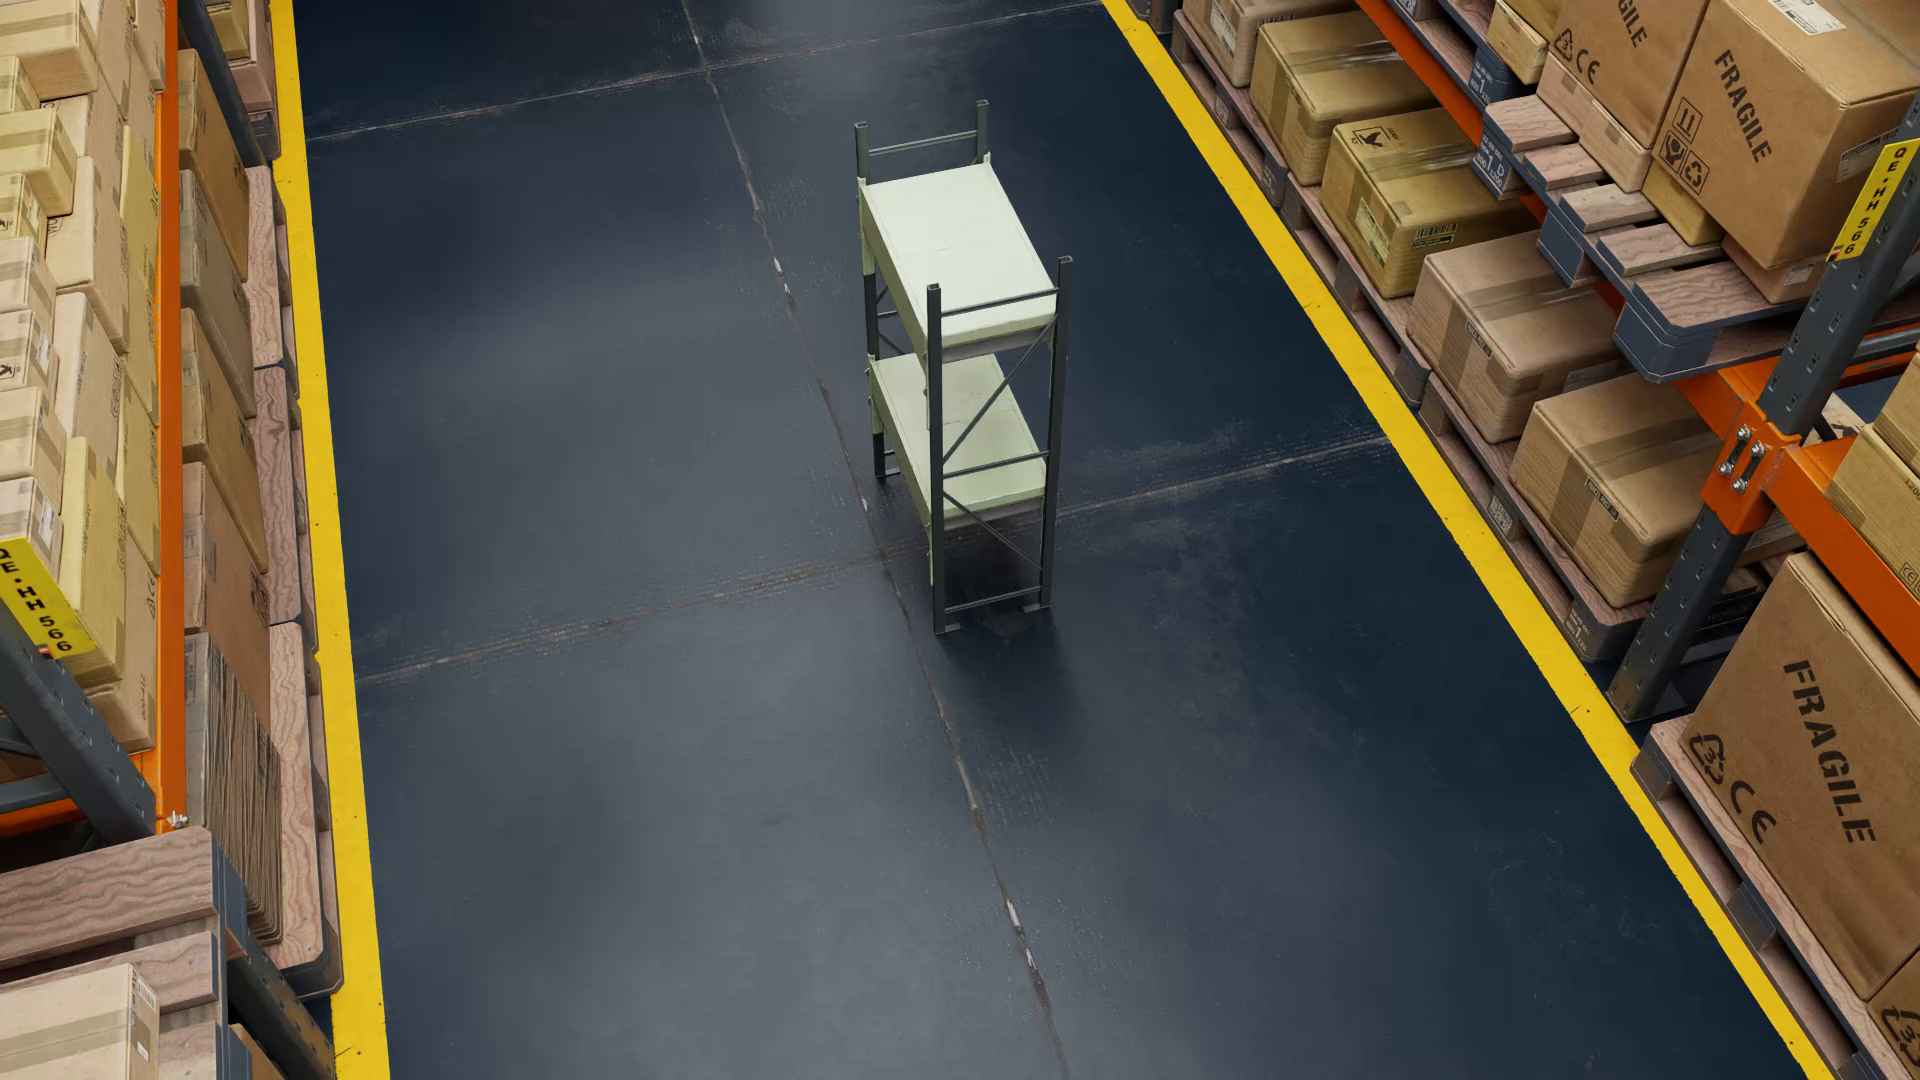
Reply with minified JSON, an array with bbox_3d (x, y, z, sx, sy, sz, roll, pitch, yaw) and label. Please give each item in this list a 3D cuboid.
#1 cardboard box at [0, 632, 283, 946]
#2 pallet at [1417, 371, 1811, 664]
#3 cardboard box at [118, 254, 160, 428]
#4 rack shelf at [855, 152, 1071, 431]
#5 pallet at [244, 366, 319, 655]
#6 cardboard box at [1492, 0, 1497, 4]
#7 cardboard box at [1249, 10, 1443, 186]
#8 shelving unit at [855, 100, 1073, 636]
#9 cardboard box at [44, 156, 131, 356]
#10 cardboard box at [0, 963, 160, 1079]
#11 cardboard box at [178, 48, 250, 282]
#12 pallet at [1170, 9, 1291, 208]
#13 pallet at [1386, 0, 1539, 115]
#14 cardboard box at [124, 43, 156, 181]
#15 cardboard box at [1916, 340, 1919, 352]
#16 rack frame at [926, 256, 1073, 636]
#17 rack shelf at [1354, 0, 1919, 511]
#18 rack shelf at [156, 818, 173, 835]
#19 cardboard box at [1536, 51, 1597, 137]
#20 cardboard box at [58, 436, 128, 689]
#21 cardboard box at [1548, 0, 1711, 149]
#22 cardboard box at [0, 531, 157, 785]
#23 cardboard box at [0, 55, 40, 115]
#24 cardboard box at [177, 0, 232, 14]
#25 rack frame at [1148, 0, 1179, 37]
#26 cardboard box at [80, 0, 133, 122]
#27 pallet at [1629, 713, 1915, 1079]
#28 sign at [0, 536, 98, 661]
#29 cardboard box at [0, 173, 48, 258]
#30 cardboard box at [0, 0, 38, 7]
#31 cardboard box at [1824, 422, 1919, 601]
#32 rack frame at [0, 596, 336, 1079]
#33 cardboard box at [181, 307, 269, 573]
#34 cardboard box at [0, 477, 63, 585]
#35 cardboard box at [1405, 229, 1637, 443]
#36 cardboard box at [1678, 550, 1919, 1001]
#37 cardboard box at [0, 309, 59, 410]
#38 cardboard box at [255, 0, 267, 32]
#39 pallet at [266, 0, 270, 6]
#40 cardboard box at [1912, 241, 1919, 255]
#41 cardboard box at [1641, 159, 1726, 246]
[{"bbox_3d":[-2.352,0.759,4.427,0.875,0.625,0.625,-12,51,-10],"label":"cardboard box"},{"bbox_3d":[2.330,-0.210,5.789,1.003,0.211,1.213,-13,51,-11],"label":"pallet"},{"bbox_3d":[-2.382,-0.487,4.297,0.500,0.250,0.500,-15,51,-12],"label":"cardboard box"},{"bbox_3d":[-0.002,-0.740,4.882,0.431,0.370,0.720,-13,51,-11],"label":"rack shelf"},{"bbox_3d":[-2.744,-0.014,5.623,1.003,0.211,1.213,-13,51,-11],"label":"pallet"},{"bbox_3d":[1.857,-1.727,5.134,0.380,0.149,0.250,-13,51,-11],"label":"cardboard box"},{"bbox_3d":[1.750,-1.841,6.784,0.950,0.372,0.625,-10,51,-9],"label":"cardboard box"},{"bbox_3d":[-0.002,-0.488,5.181,0.431,1.500,0.755,-13,51,-11],"label":"shelving unit"},{"bbox_3d":[-2.363,-0.657,4.113,0.500,0.250,0.500,-14,51,-12],"label":"cardboard box"},{"bbox_3d":[-1.620,0.926,2.897,0.380,0.149,0.250,-12,51,-10],"label":"cardboard box"},{"bbox_3d":[-3.199,-1.326,6.184,0.875,0.625,0.625,-11,51,-9],"label":"cardboard box"},{"bbox_3d":[1.608,-1.992,7.291,1.003,0.211,1.213,-13,51,-11],"label":"pallet"},{"bbox_3d":[1.935,-1.913,5.526,1.003,0.211,1.213,-13,51,-11],"label":"pallet"},{"bbox_3d":[-2.693,-1.242,4.933,0.500,0.250,0.500,-13,51,-11],"label":"cardboard box"},{"bbox_3d":[2.472,-0.477,3.471,0.500,0.500,0.500,-15,51,-12],"label":"cardboard box"},{"bbox_3d":[0.106,-0.221,4.955,0.400,1.500,0.023,-13,51,-11],"label":"rack frame"},{"bbox_3d":[1.968,-1.767,5.748,1.077,0.370,4.000,-13,51,-11],"label":"rack shelf"},{"bbox_3d":[-1.589,2.280,2.337,1.077,0.370,4.000,-13,51,-11],"label":"rack shelf"},{"bbox_3d":[1.905,-1.317,4.788,0.380,0.149,0.250,-16,52,-13],"label":"cardboard box"},{"bbox_3d":[-2.055,0.089,3.484,0.500,0.250,0.500,-13,51,-11],"label":"cardboard box"},{"bbox_3d":[1.996,-1.446,4.472,0.500,0.500,0.500,-14,51,-12],"label":"cardboard box"},{"bbox_3d":[-2.079,0.256,3.670,0.500,0.250,0.500,-13,51,-11],"label":"cardboard box"},{"bbox_3d":[-2.555,-1.062,4.194,0.380,0.149,0.250,-13,51,-11],"label":"cardboard box"},{"bbox_3d":[-3.207,-2.330,6.622,0.500,0.250,0.500,-14,51,-12],"label":"cardboard box"},{"bbox_3d":[1.377,-3.459,6.704,1.000,3.000,0.127,-13,51,-11],"label":"rack frame"},{"bbox_3d":[-2.670,-1.398,4.737,0.500,0.250,0.500,-12,51,-10],"label":"cardboard box"},{"bbox_3d":[2.721,0.954,4.808,1.003,0.211,1.213,-13,51,-11],"label":"pallet"},{"bbox_3d":[-1.665,0.110,2.990,0.100,0.325,0.005,-13,51,-11],"label":"sign"},{"bbox_3d":[-2.367,-0.695,3.884,0.380,0.149,0.250,-13,51,-11],"label":"cardboard box"},{"bbox_3d":[-2.645,-1.450,4.521,0.380,0.149,0.250,-13,51,-11],"label":"cardboard box"},{"bbox_3d":[2.464,-0.075,3.950,0.500,0.250,0.500,-14,51,-12],"label":"cardboard box"},{"bbox_3d":[-2.181,0.587,3.293,1.000,3.000,0.127,-13,51,-11],"label":"rack frame"},{"bbox_3d":[-2.752,-0.209,5.242,0.875,0.625,0.625,-15,52,-12],"label":"cardboard box"},{"bbox_3d":[-1.994,0.046,3.259,0.380,0.149,0.250,-12,51,-10],"label":"cardboard box"},{"bbox_3d":[2.176,-0.778,5.888,0.950,0.372,0.625,-14,51,-12],"label":"cardboard box"},{"bbox_3d":[2.685,0.535,4.452,0.875,0.875,0.875,-14,51,-11],"label":"cardboard box"},{"bbox_3d":[-2.174,-0.330,3.577,0.380,0.149,0.250,-12,51,-10],"label":"cardboard box"},{"bbox_3d":[-3.355,-2.379,7.317,0.500,0.250,0.500,-14,51,-12],"label":"cardboard box"},{"bbox_3d":[-3.923,-2.919,8.072,1.003,0.211,1.213,-13,51,-11],"label":"pallet"},{"bbox_3d":[2.641,-0.872,4.413,0.380,0.149,0.250,-16,52,-13],"label":"cardboard box"},{"bbox_3d":[2.090,-0.958,4.485,0.380,0.149,0.250,-13,51,-10],"label":"cardboard box"}]
